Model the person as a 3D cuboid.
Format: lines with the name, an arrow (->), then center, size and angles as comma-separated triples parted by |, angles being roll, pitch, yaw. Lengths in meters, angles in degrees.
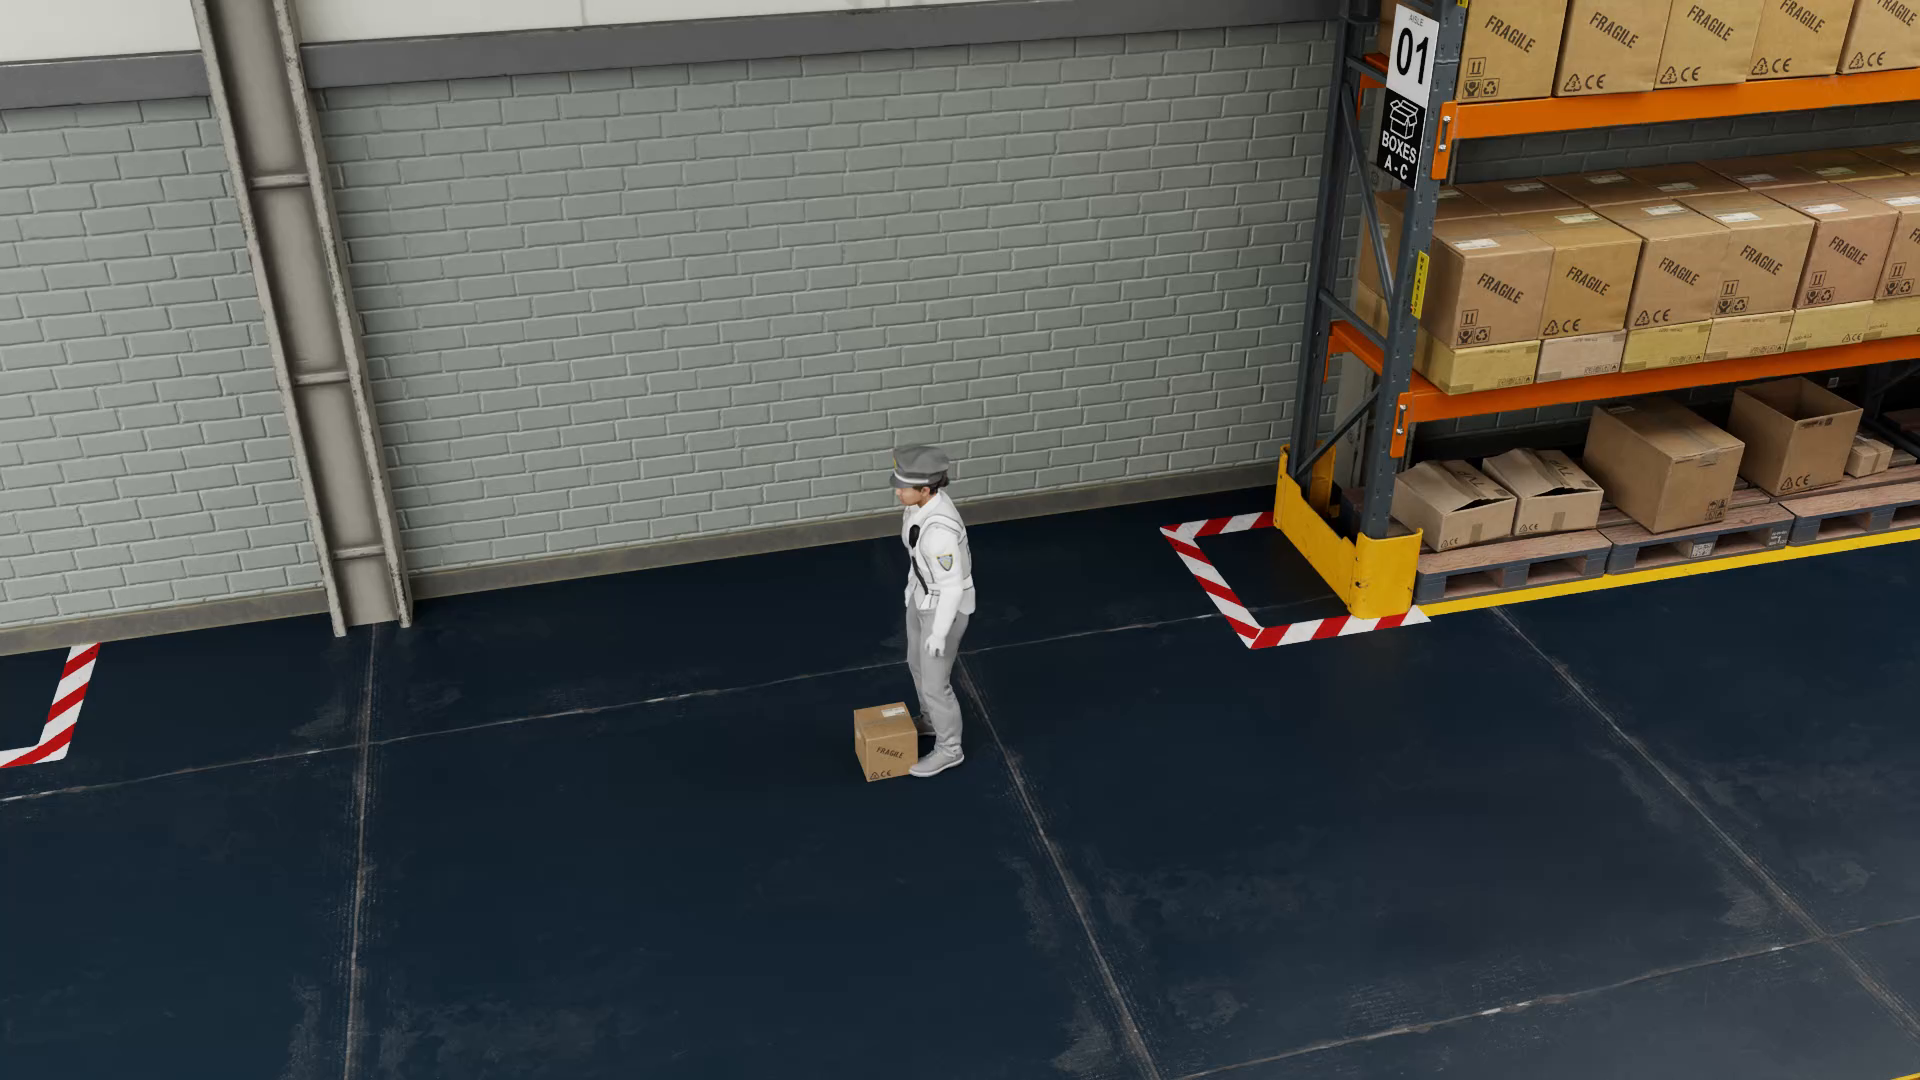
person -> -0.129, 0.321, 7.683 | 0.374, 1.664, 0.528 | -8, 31, -13
